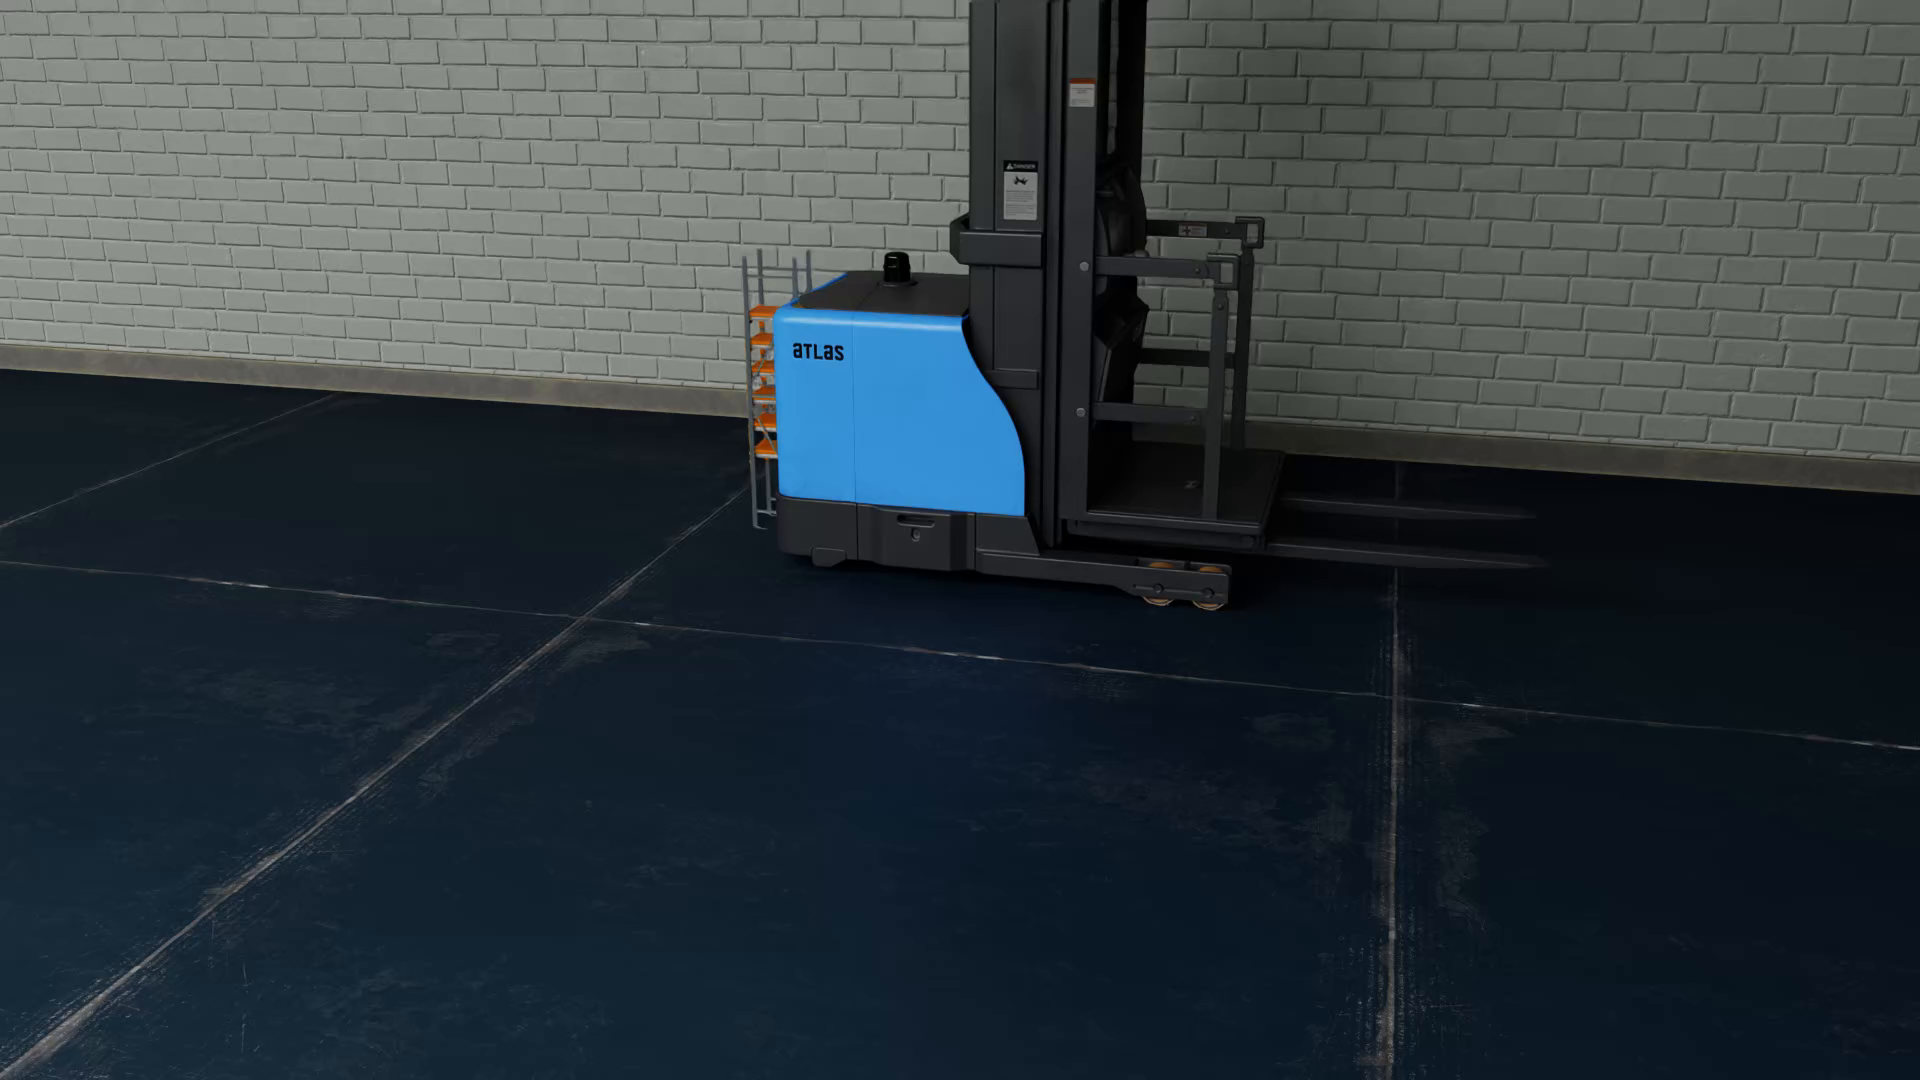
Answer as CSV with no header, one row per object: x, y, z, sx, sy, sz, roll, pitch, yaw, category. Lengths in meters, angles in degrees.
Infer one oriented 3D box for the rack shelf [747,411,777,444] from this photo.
-0.773,-0.483,7.254,0.258,0.103,0.180,4,19,13,rack shelf

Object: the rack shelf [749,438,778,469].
-0.773,-0.369,7.293,0.258,0.103,0.180,4,19,13,rack shelf

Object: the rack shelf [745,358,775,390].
-0.773,-0.710,7.177,0.258,0.103,0.180,4,19,13,rack shelf

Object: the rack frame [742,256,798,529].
-0.794,-0.610,7.117,0.240,1.200,0.006,4,19,13,rack frame

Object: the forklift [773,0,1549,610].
0.819,-1.307,6.479,3.031,2.935,1.130,5,19,14,forklift

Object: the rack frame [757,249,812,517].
-0.752,-0.667,7.285,0.240,1.200,0.006,4,19,13,rack frame

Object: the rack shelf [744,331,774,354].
-0.773,-0.824,7.138,0.258,0.103,0.180,4,19,13,rack shelf

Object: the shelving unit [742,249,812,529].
-0.773,-0.639,7.201,0.258,1.200,0.189,4,19,13,shelving unit

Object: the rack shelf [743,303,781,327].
-0.773,-0.937,7.099,0.258,0.103,0.180,4,19,13,rack shelf

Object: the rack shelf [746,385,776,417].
-0.773,-0.597,7.215,0.258,0.103,0.180,4,19,13,rack shelf
